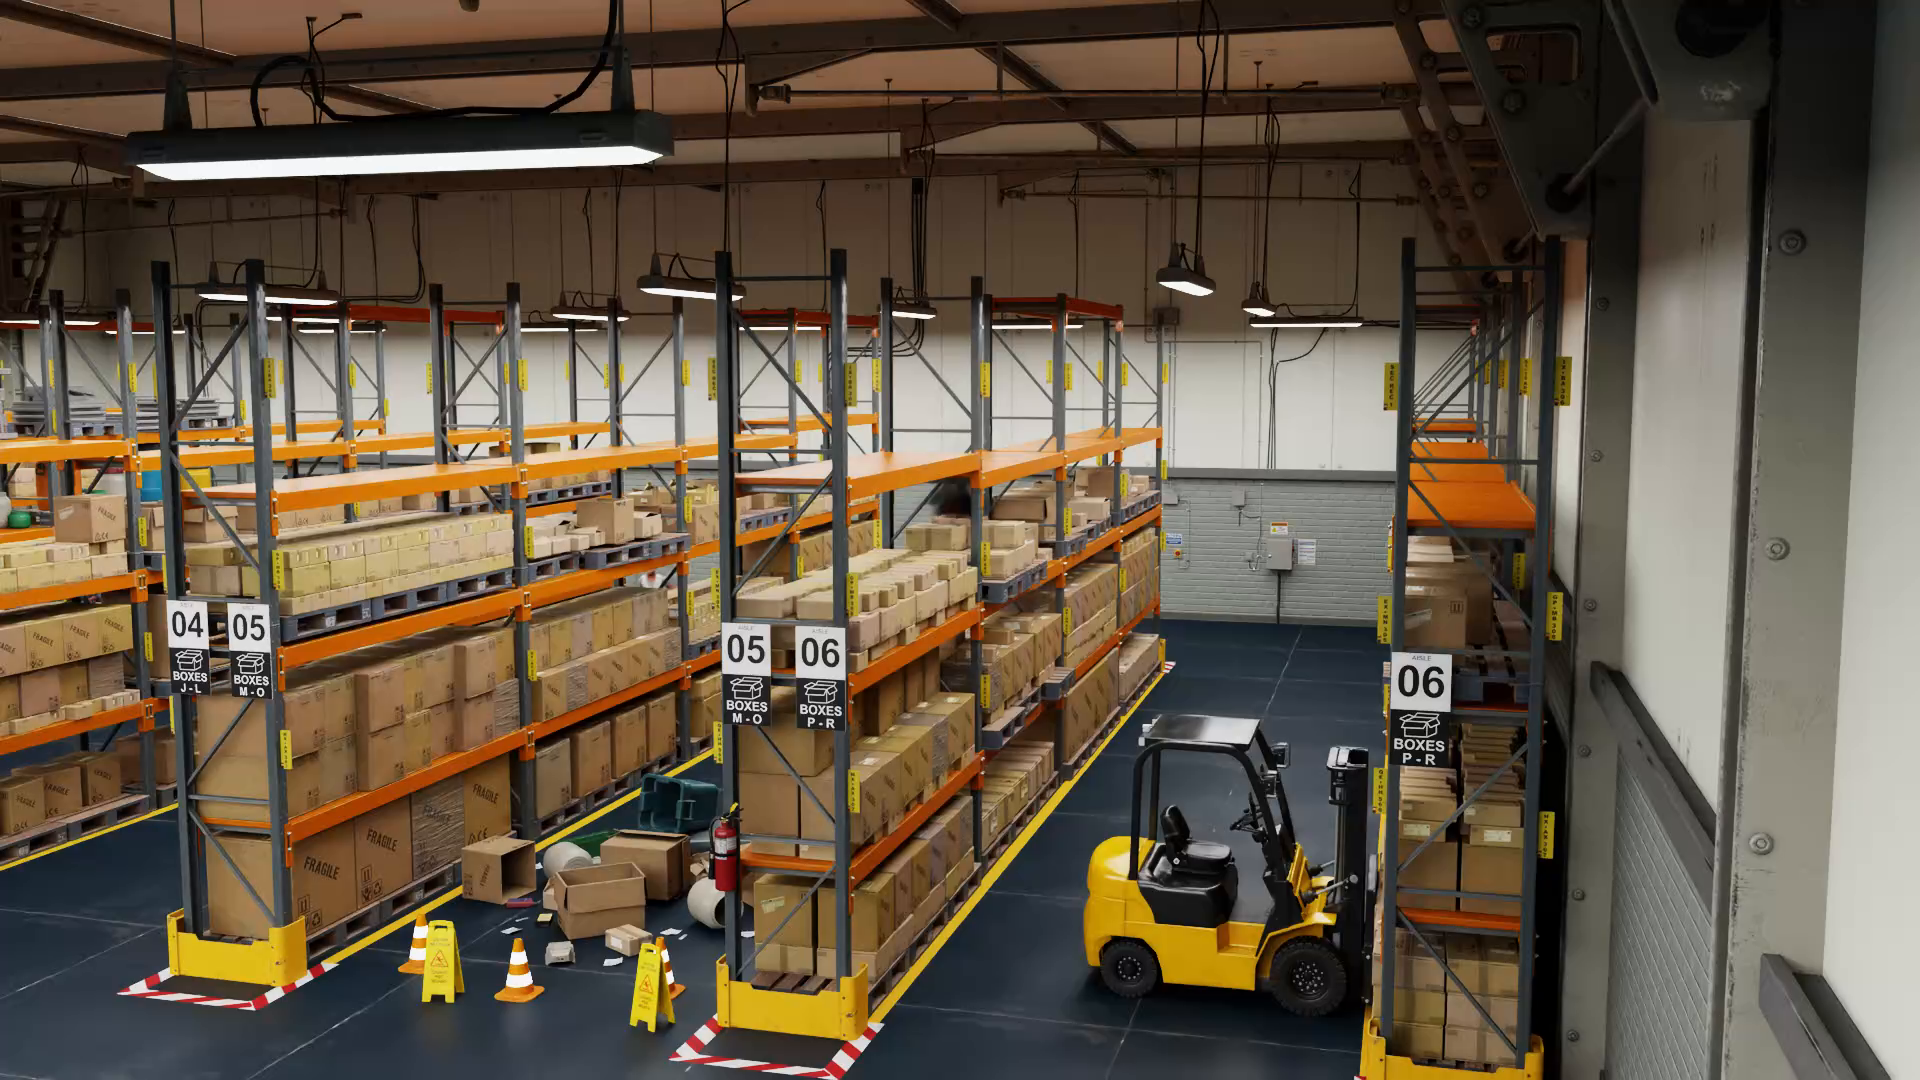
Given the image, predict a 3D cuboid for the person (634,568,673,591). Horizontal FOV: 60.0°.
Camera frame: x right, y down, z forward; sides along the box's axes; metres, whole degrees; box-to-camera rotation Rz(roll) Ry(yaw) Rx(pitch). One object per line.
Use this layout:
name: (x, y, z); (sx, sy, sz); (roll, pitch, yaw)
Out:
person: (-5.348, 1.243, 28.830); (0.639, 1.827, 0.754); (1, 6, 6)
